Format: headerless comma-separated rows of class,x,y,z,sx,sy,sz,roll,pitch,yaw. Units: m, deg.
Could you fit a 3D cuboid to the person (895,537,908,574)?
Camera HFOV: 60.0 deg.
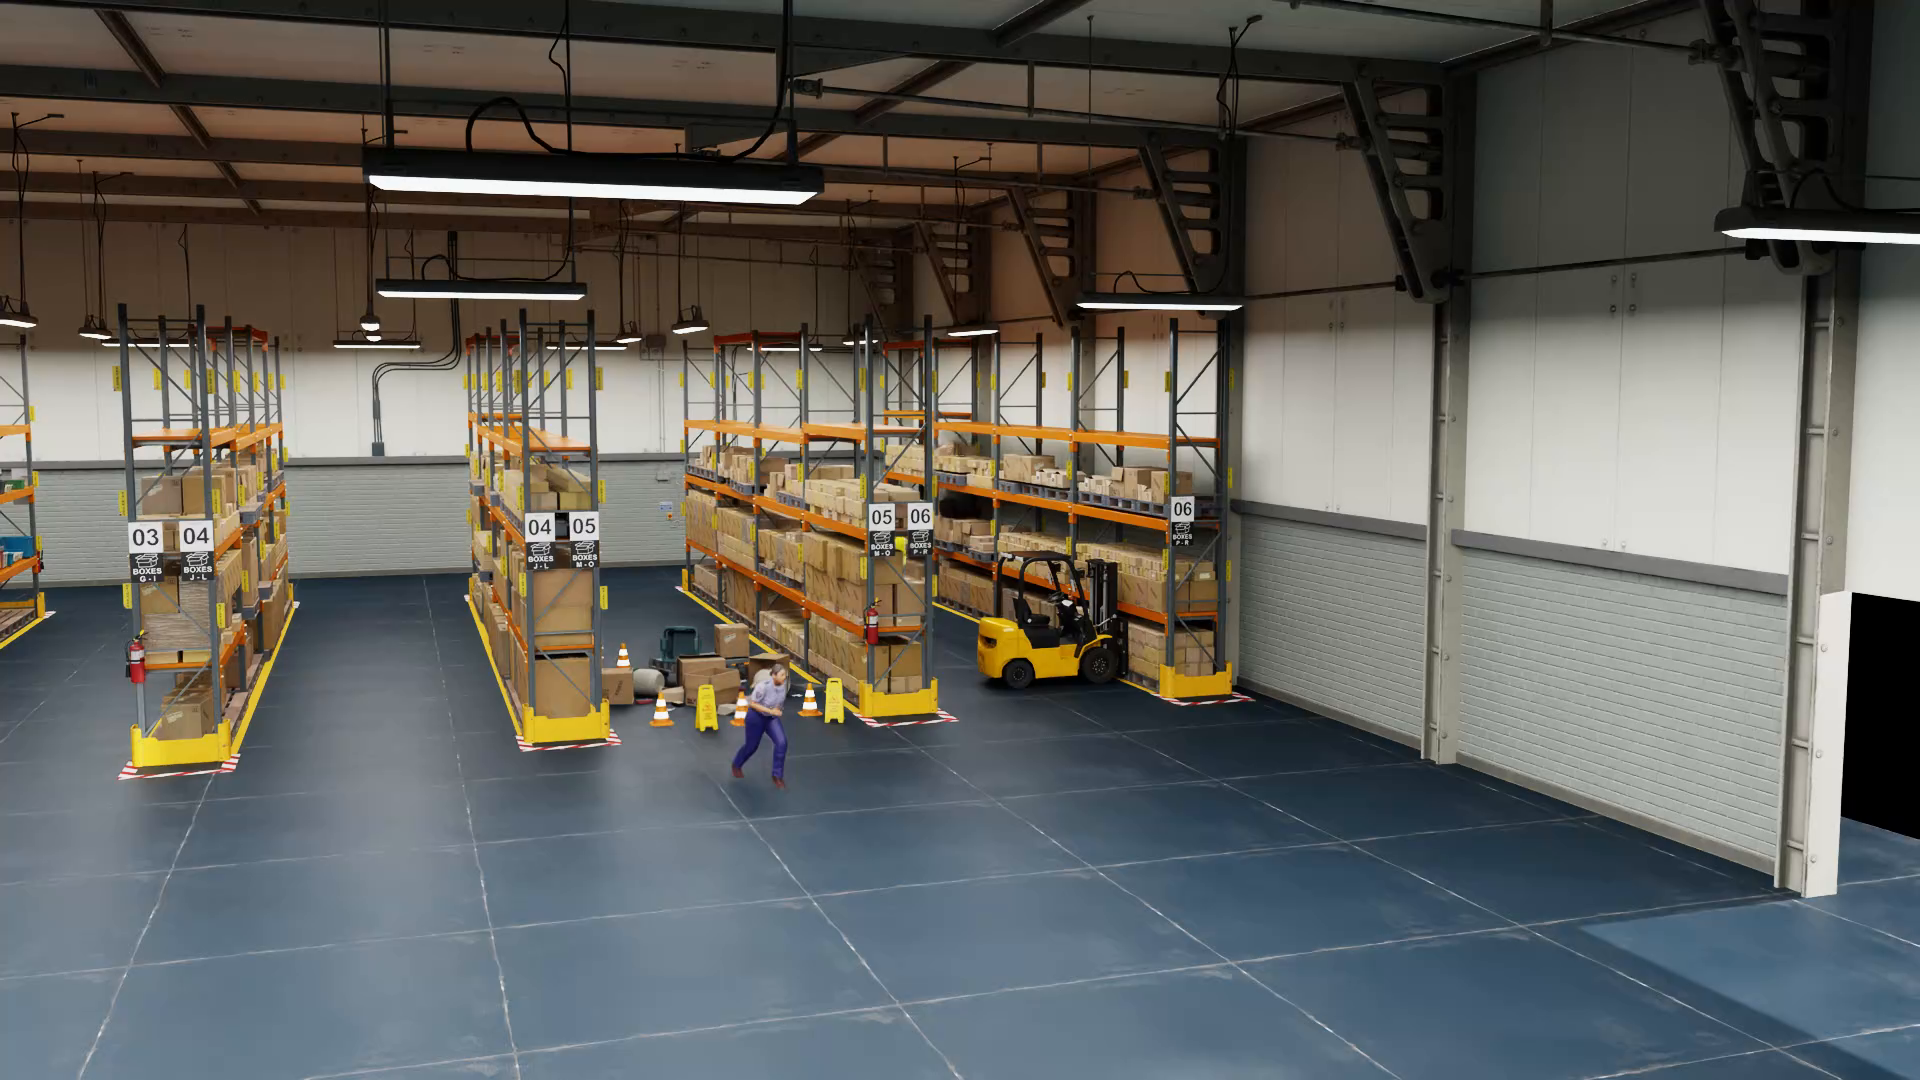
person,-1.325,0.590,34.538,0.631,1.866,0.802,-2,6,-24

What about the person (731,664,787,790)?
person,-2.488,2.297,20.699,0.957,1.612,0.649,4,7,39
